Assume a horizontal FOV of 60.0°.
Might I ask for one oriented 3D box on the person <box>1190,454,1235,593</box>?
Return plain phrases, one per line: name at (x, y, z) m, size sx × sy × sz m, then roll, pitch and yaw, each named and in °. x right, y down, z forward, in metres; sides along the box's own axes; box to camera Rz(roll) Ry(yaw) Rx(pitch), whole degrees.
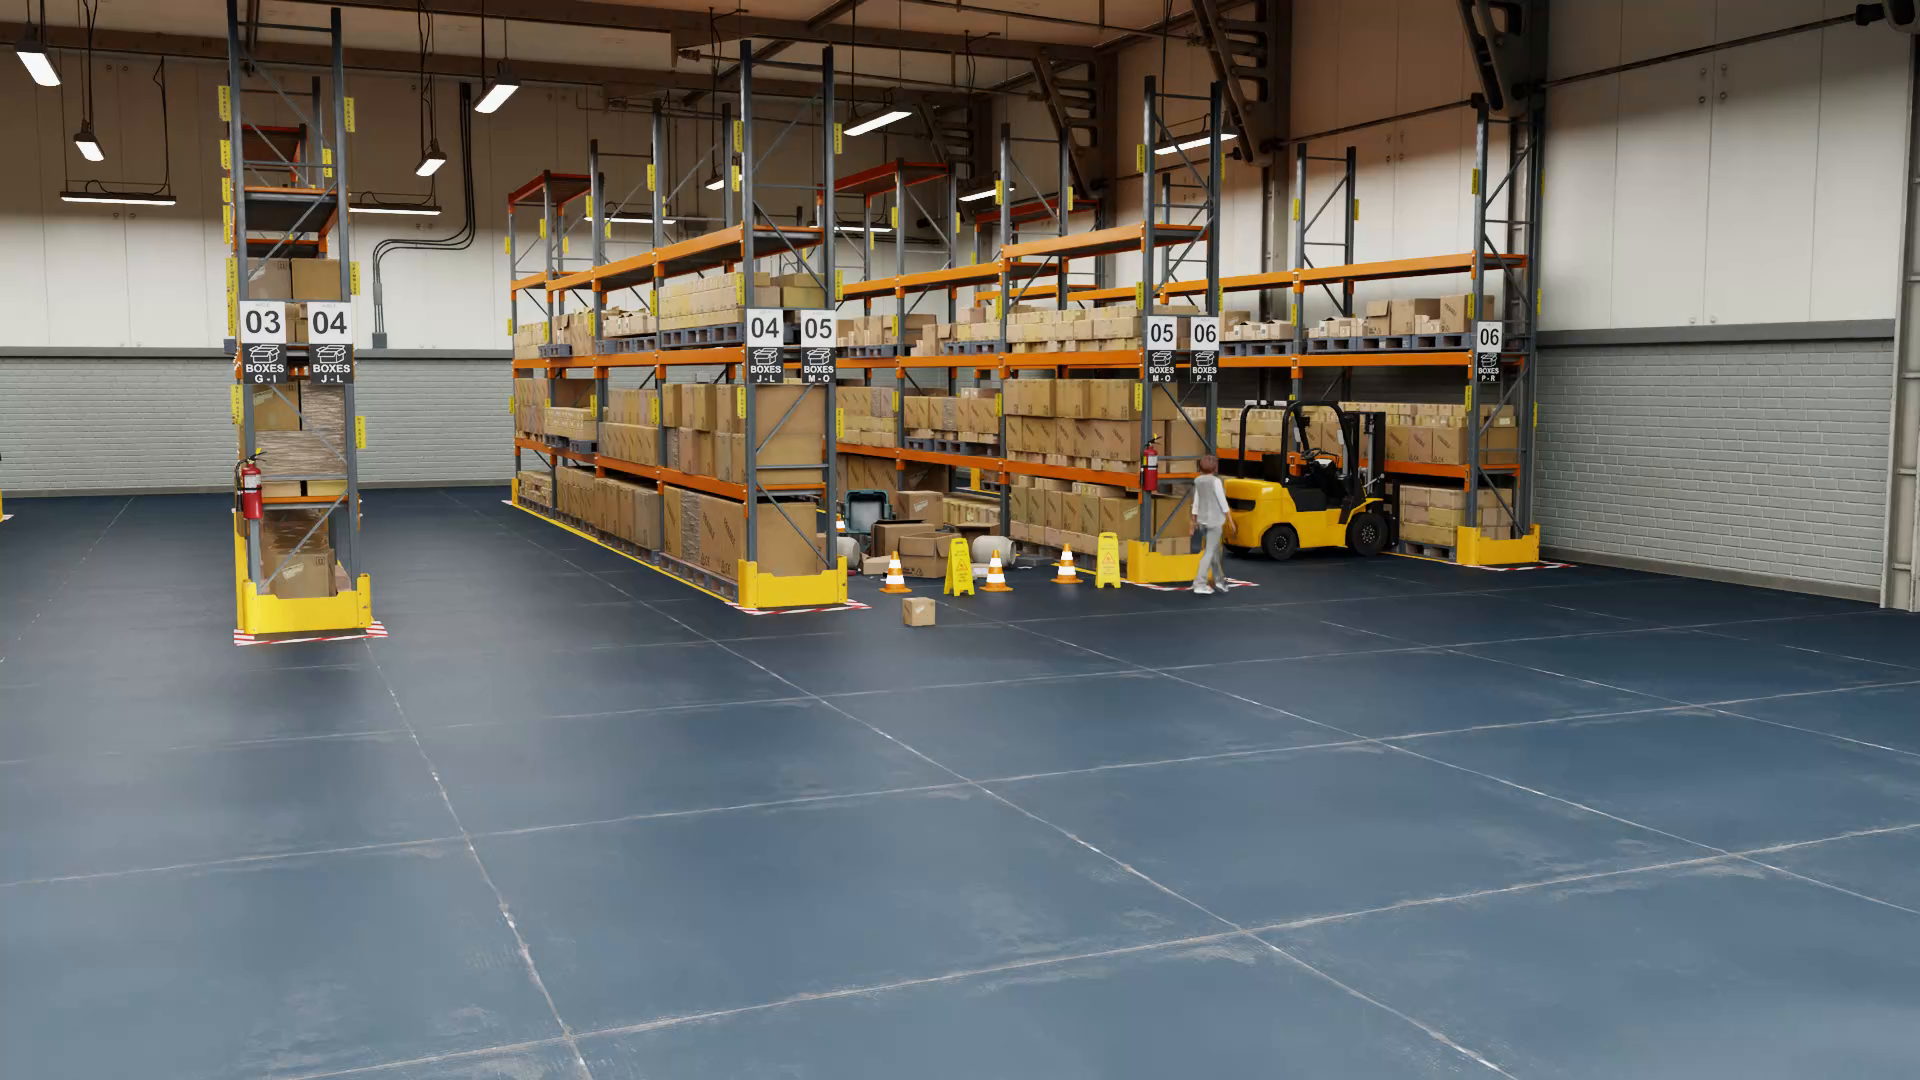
person at (2.901, -0.163, 18.927) m, size 0.679 × 1.625 × 0.451 m, roll -4°, pitch 7°, yaw -33°
